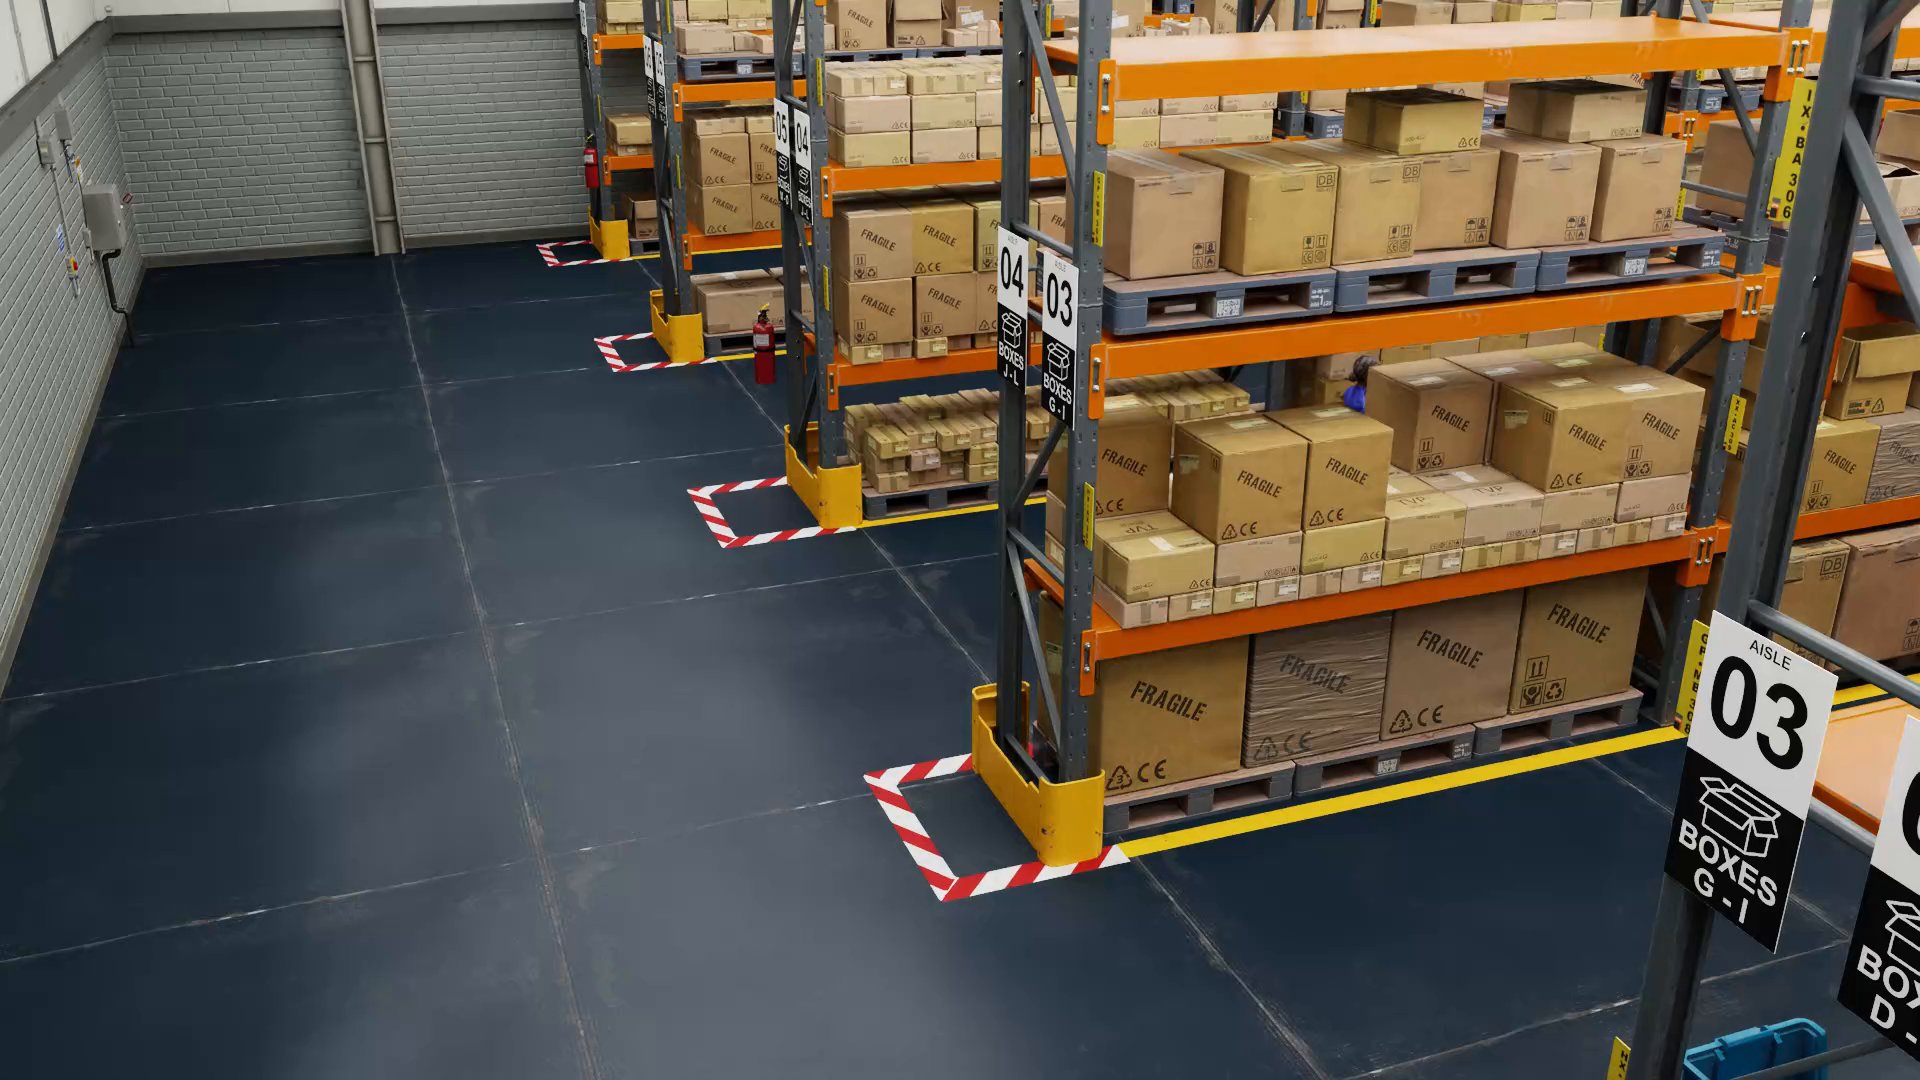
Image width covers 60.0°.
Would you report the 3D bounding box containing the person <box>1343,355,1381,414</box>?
[{"bbox_3d":[2.947,-0.524,12.092,0.475,1.704,0.440,-6,24,-15],"label":"person"}]
